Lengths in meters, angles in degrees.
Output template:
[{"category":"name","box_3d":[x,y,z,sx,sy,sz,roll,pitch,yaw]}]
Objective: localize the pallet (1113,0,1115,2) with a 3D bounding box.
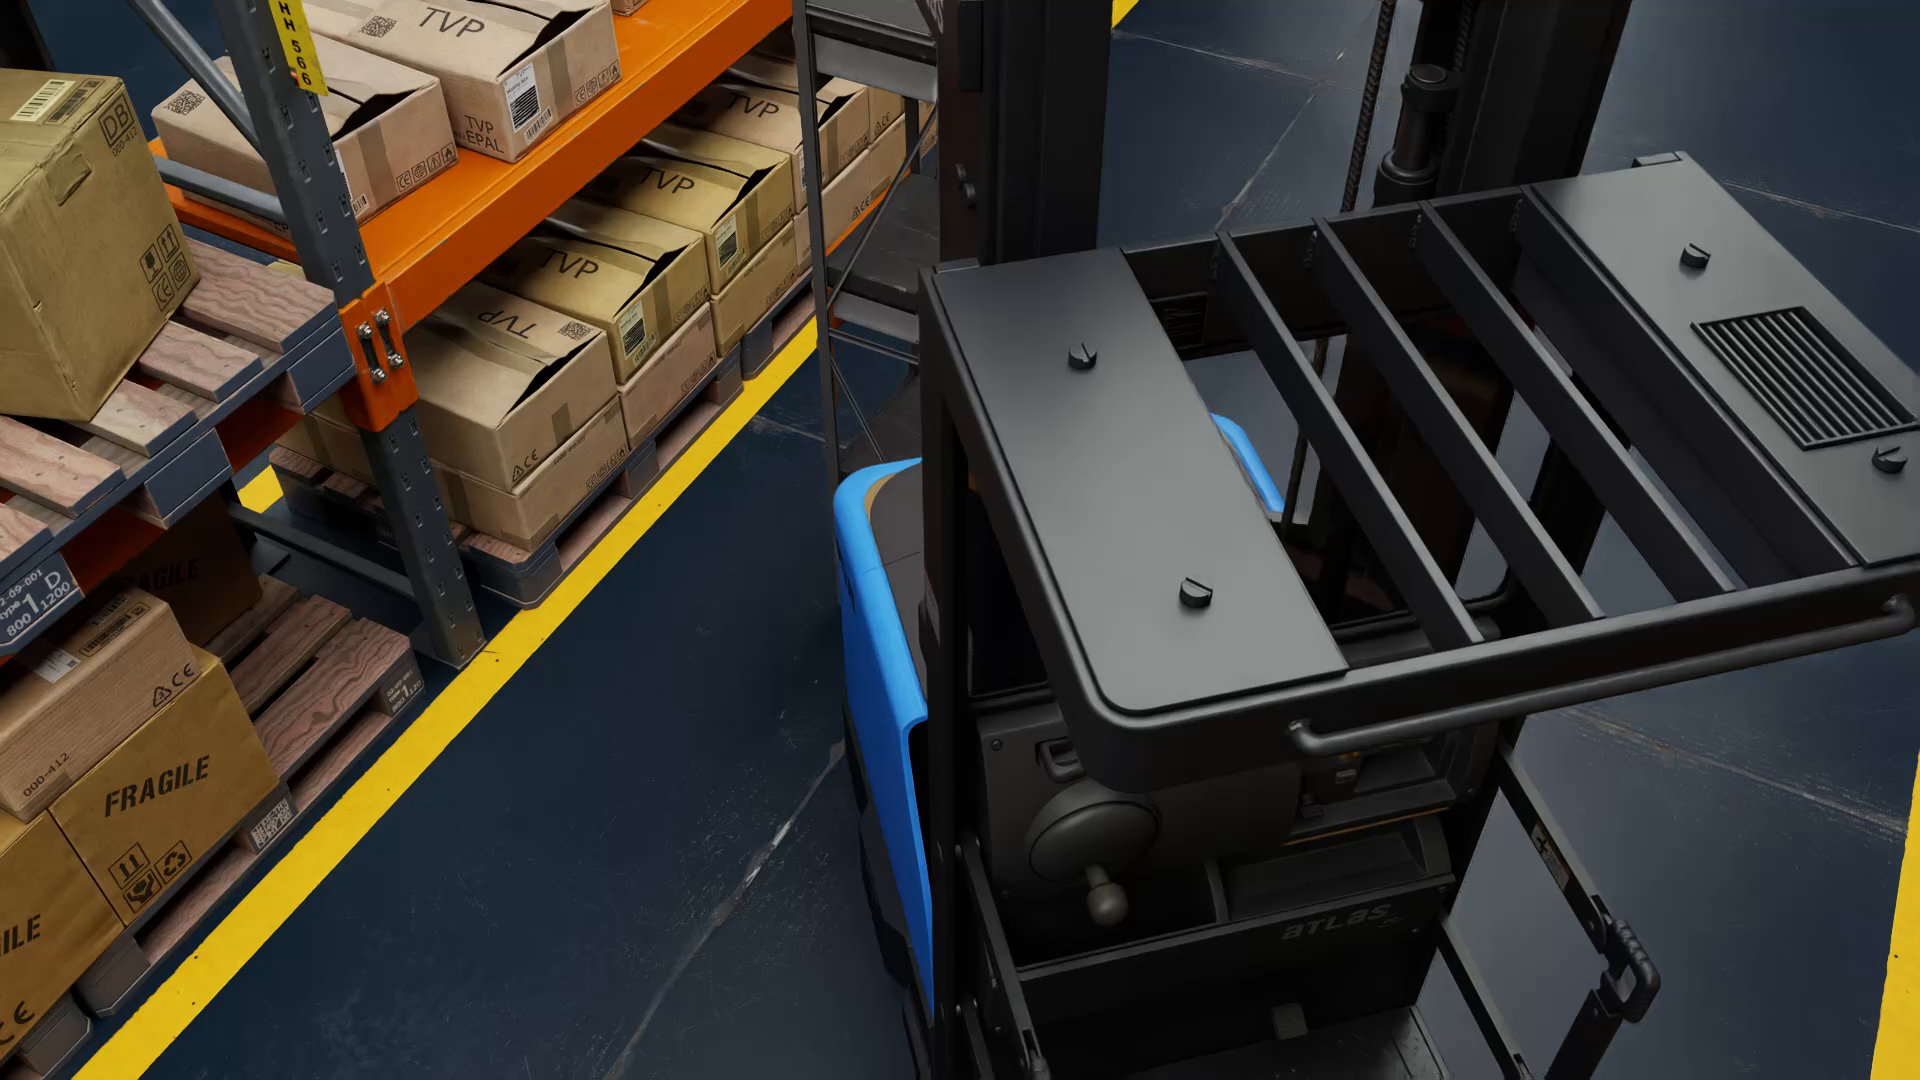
[{"category":"pallet","box_3d":[0.388,-2.897,7.965,1.003,0.211,1.213,20,49,19]}]

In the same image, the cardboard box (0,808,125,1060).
[{"category":"cardboard box","box_3d":[-2.342,0.846,3.753,0.500,0.500,0.500,19,48,18]}]

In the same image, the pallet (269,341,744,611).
[{"category":"pallet","box_3d":[-1.458,-0.396,5.493,1.003,0.211,1.213,20,49,19]}]

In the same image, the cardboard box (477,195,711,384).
[{"category":"cardboard box","box_3d":[-1.135,-0.815,5.190,0.500,0.311,0.500,19,48,18]}]

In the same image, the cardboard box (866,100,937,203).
[{"category":"cardboard box","box_3d":[-0.427,-1.574,6.334,0.500,0.250,0.500,21,49,20]}]

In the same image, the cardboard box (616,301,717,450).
[{"category":"cardboard box","box_3d":[-1.139,-0.601,5.373,0.500,0.250,0.500,19,48,18]}]

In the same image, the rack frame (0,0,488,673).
[{"category":"rack frame","box_3d":[-1.875,-0.870,4.001,1.000,3.000,0.127,20,49,19]}]

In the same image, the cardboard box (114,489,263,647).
[{"category":"cardboard box","box_3d":[-2.339,0.046,4.544,0.500,0.500,0.500,22,49,21]}]

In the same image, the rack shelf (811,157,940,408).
[{"category":"rack shelf","box_3d":[-0.077,-0.624,4.410,0.431,0.518,0.480,20,49,19]}]

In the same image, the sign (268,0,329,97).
[{"category":"sign","box_3d":[-1.390,-1.076,3.446,0.100,0.325,0.005,20,49,19]}]

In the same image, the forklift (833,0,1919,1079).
[{"category":"forklift","box_3d":[0.547,0.493,2.702,1.130,2.935,3.031,-10,46,-10]}]

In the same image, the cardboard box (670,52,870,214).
[{"category":"cardboard box","box_3d":[-0.658,-1.460,5.827,0.500,0.311,0.500,20,49,19]}]

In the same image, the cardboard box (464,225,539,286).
[{"category":"cardboard box","box_3d":[-1.614,-0.989,5.363,0.500,0.311,0.500,20,49,18]}]

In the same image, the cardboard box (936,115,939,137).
[{"category":"cardboard box","box_3d":[-0.190,-1.896,6.653,0.500,0.250,0.500,20,49,18]}]

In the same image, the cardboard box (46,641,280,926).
[{"category":"cardboard box","box_3d":[-2.101,0.520,4.075,0.500,0.500,0.500,22,49,21]}]

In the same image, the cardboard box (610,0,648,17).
[{"category":"cardboard box","box_3d":[-1.110,-1.968,5.016,0.500,0.500,0.500,18,48,17]}]

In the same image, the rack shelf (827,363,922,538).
[{"category":"rack shelf","box_3d":[-0.077,-0.132,4.908,0.431,0.518,0.480,20,49,19]}]

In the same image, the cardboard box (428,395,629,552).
[{"category":"cardboard box","box_3d":[-1.372,-0.284,5.060,0.500,0.250,0.500,20,49,19]}]

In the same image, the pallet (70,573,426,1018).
[{"category":"pallet","box_3d":[-2.255,0.568,4.540,1.003,0.211,1.213,20,49,19]}]

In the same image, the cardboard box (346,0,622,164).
[{"category":"cardboard box","box_3d":[-1.288,-1.338,4.527,0.500,0.311,0.500,20,49,19]}]

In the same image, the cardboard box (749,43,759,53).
[{"category":"cardboard box","box_3d":[-0.907,-1.950,6.312,0.500,0.311,0.500,19,48,18]}]

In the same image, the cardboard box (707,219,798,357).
[{"category":"cardboard box","box_3d":[-0.903,-0.931,5.699,0.500,0.250,0.500,19,48,18]}]

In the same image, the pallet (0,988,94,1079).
[{"category":"pallet","box_3d":[-2.822,1.333,3.784,1.003,0.211,1.213,20,49,19]}]

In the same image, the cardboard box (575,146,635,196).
[{"category":"cardboard box","box_3d":[-1.378,-1.306,5.676,0.500,0.311,0.500,20,49,19]}]

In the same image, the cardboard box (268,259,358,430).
[{"category":"cardboard box","box_3d":[-1.850,-0.660,5.037,0.500,0.311,0.500,22,49,20]}]

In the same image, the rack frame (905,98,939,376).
[{"category":"rack frame","box_3d":[0.036,-0.788,4.552,0.400,2.100,0.015,20,49,19]}]

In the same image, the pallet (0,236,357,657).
[{"category":"pallet","box_3d":[-2.127,-0.353,3.624,1.213,0.211,1.003,20,49,19]}]

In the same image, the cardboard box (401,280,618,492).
[{"category":"cardboard box","box_3d":[-1.372,-0.481,4.861,0.500,0.311,0.500,22,49,20]}]

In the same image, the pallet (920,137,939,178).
[{"category":"pallet","box_3d":[-0.325,-1.933,7.012,1.003,0.211,1.213,20,49,19]}]

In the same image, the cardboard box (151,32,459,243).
[{"category":"cardboard box","box_3d":[-1.667,-1.054,4.245,0.500,0.311,0.500,23,50,21]}]

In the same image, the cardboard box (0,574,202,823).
[{"category":"cardboard box","box_3d":[-2.124,0.294,3.772,0.500,0.250,0.500,22,49,21]}]

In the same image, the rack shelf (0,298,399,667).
[{"category":"rack shelf","box_3d":[-2.803,0.643,3.012,1.077,0.370,4.000,20,49,19]}]

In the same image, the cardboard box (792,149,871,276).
[{"category":"cardboard box","box_3d":[-0.665,-1.254,6.018,0.500,0.250,0.500,21,49,20]}]

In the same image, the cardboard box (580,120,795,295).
[{"category":"cardboard box","box_3d":[-0.896,-1.136,5.507,0.500,0.311,0.500,19,48,18]}]

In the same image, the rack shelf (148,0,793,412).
[{"category":"rack shelf","box_3d":[-0.946,-1.877,5.502,1.077,0.370,4.000,20,49,19]}]

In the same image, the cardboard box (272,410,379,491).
[{"category":"cardboard box","box_3d":[-1.847,-0.463,5.237,0.500,0.250,0.500,22,49,20]}]

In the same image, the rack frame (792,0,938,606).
[{"category":"rack frame","box_3d":[-0.190,-0.480,4.248,0.400,2.100,0.015,20,49,19]}]

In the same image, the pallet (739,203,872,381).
[{"category":"pallet","box_3d":[-0.891,-1.162,6.250,1.003,0.211,1.213,20,49,19]}]

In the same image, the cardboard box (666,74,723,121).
[{"category":"cardboard box","box_3d":[-1.143,-1.621,5.987,0.500,0.311,0.500,22,49,20]}]

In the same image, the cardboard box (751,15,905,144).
[{"category":"cardboard box","box_3d":[-0.422,-1.775,6.139,0.500,0.311,0.500,20,49,19]}]

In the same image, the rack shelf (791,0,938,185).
[{"category":"rack shelf","box_3d":[-0.077,-1.116,3.912,0.431,0.518,0.480,20,49,19]}]

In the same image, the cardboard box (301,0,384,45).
[{"category":"cardboard box","box_3d":[-1.702,-1.440,4.741,0.380,0.149,0.250,20,49,19]}]

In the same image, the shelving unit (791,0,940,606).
[{"category":"shelving unit","box_3d":[-0.077,-0.634,4.400,0.431,2.100,0.503,20,49,19]}]

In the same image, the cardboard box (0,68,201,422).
[{"category":"cardboard box","box_3d":[-2.067,-0.619,3.387,0.700,0.500,0.500,6,46,6]}]
